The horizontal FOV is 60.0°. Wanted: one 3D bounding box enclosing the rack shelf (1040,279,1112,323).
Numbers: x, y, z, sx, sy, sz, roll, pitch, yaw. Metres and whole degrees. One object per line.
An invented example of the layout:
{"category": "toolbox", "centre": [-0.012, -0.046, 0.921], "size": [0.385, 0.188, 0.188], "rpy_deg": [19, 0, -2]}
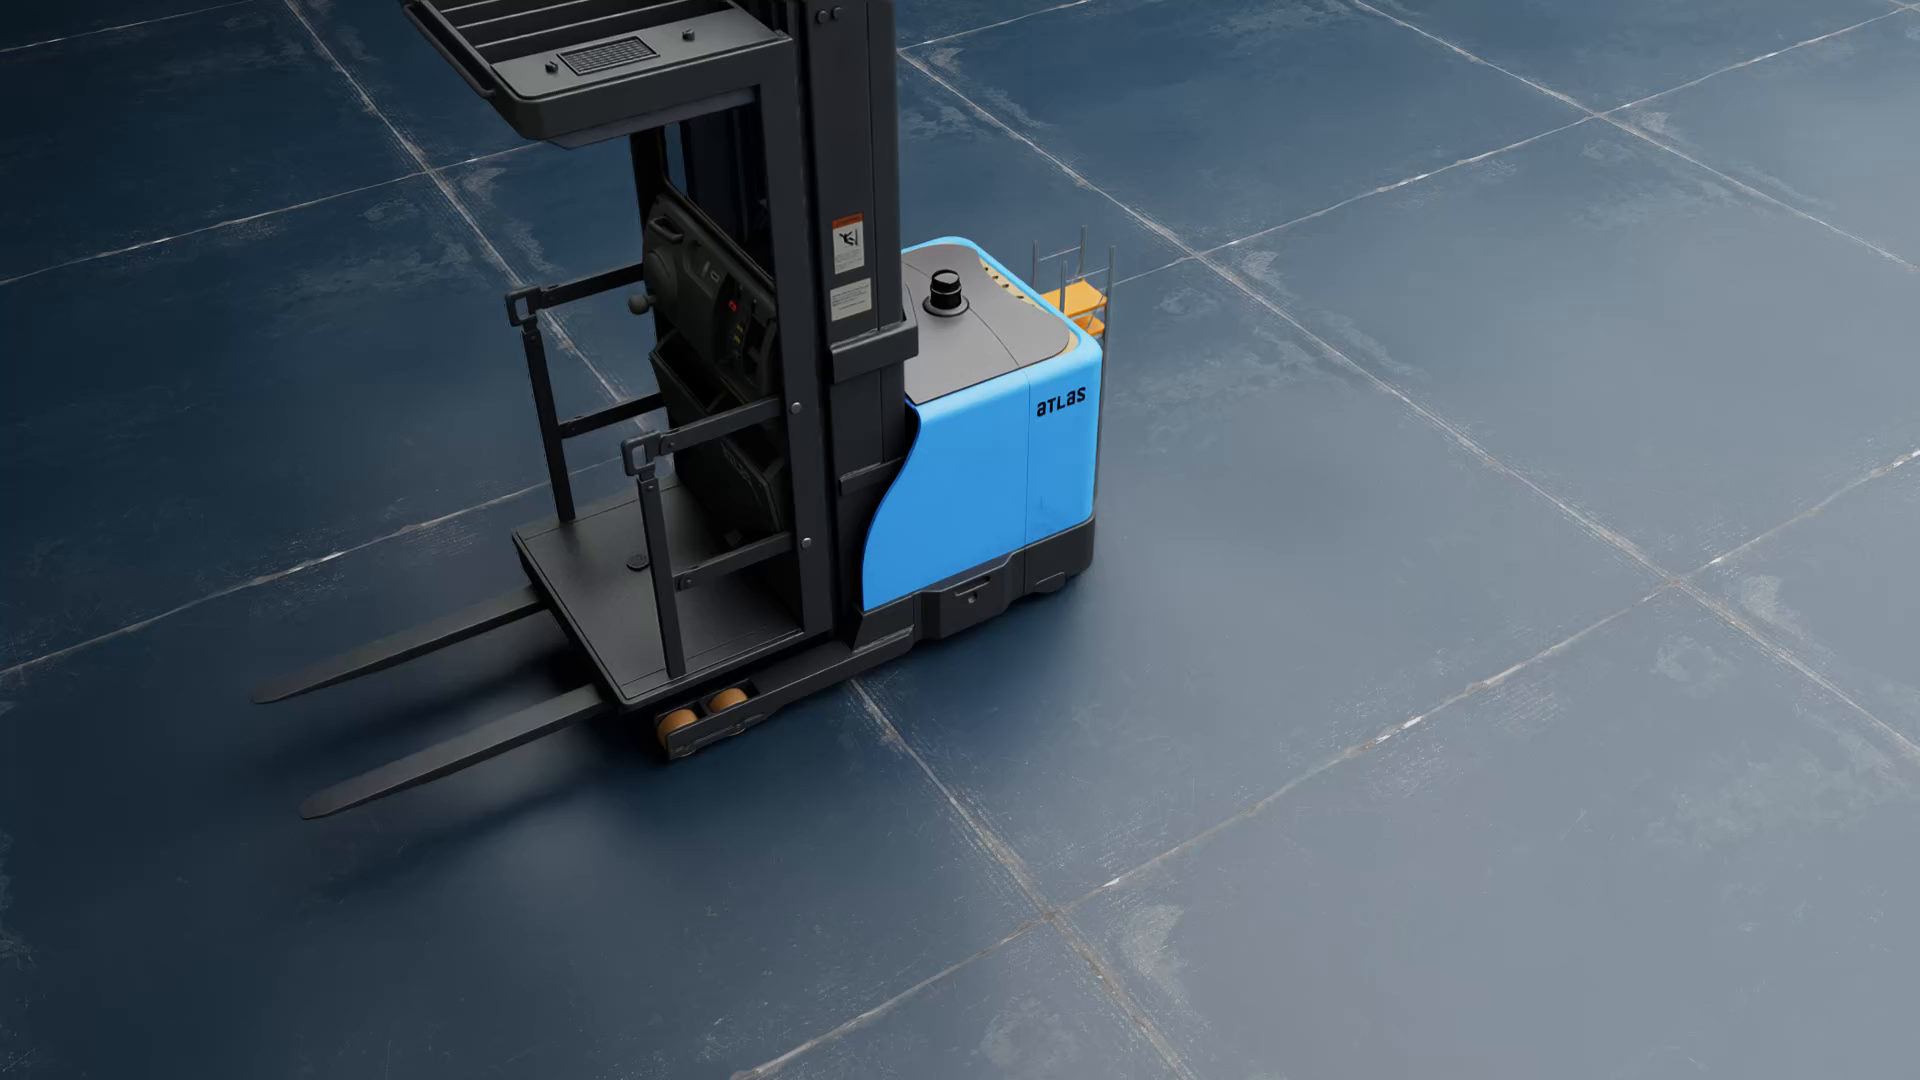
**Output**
{"category": "rack shelf", "centre": [0.425, -0.886, 6.382], "size": [0.258, 0.103, 0.180], "rpy_deg": [-22, 44, -24]}

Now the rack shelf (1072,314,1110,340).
{"category": "rack shelf", "centre": [0.425, -0.793, 6.458], "size": [0.258, 0.103, 0.180], "rpy_deg": [-22, 44, -24]}

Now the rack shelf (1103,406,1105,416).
{"category": "rack shelf", "centre": [0.423, -0.516, 6.688], "size": [0.258, 0.103, 0.180], "rpy_deg": [-22, 44, -24]}

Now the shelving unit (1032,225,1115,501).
{"category": "shelving unit", "centre": [0.424, -0.643, 6.583], "size": [0.258, 1.200, 0.189], "rpy_deg": [-22, 44, -24]}

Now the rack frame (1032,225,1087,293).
{"category": "rack frame", "centre": [0.375, -0.693, 6.642], "size": [0.240, 1.200, 0.006], "rpy_deg": [-22, 44, -24]}

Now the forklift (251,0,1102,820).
{"category": "forklift", "centre": [-0.999, -0.754, 5.365], "size": [3.031, 2.935, 1.130], "rpy_deg": [-22, 44, -24]}

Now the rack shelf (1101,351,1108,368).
{"category": "rack shelf", "centre": [0.424, -0.701, 6.535], "size": [0.258, 0.103, 0.180], "rpy_deg": [-22, 44, -24]}

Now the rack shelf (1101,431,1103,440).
{"category": "rack shelf", "centre": [0.422, -0.424, 6.764], "size": [0.258, 0.103, 0.180], "rpy_deg": [-22, 44, -24]}

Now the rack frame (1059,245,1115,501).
{"category": "rack frame", "centre": [0.472, -0.593, 6.523], "size": [0.240, 1.200, 0.006], "rpy_deg": [-22, 44, -24]}
